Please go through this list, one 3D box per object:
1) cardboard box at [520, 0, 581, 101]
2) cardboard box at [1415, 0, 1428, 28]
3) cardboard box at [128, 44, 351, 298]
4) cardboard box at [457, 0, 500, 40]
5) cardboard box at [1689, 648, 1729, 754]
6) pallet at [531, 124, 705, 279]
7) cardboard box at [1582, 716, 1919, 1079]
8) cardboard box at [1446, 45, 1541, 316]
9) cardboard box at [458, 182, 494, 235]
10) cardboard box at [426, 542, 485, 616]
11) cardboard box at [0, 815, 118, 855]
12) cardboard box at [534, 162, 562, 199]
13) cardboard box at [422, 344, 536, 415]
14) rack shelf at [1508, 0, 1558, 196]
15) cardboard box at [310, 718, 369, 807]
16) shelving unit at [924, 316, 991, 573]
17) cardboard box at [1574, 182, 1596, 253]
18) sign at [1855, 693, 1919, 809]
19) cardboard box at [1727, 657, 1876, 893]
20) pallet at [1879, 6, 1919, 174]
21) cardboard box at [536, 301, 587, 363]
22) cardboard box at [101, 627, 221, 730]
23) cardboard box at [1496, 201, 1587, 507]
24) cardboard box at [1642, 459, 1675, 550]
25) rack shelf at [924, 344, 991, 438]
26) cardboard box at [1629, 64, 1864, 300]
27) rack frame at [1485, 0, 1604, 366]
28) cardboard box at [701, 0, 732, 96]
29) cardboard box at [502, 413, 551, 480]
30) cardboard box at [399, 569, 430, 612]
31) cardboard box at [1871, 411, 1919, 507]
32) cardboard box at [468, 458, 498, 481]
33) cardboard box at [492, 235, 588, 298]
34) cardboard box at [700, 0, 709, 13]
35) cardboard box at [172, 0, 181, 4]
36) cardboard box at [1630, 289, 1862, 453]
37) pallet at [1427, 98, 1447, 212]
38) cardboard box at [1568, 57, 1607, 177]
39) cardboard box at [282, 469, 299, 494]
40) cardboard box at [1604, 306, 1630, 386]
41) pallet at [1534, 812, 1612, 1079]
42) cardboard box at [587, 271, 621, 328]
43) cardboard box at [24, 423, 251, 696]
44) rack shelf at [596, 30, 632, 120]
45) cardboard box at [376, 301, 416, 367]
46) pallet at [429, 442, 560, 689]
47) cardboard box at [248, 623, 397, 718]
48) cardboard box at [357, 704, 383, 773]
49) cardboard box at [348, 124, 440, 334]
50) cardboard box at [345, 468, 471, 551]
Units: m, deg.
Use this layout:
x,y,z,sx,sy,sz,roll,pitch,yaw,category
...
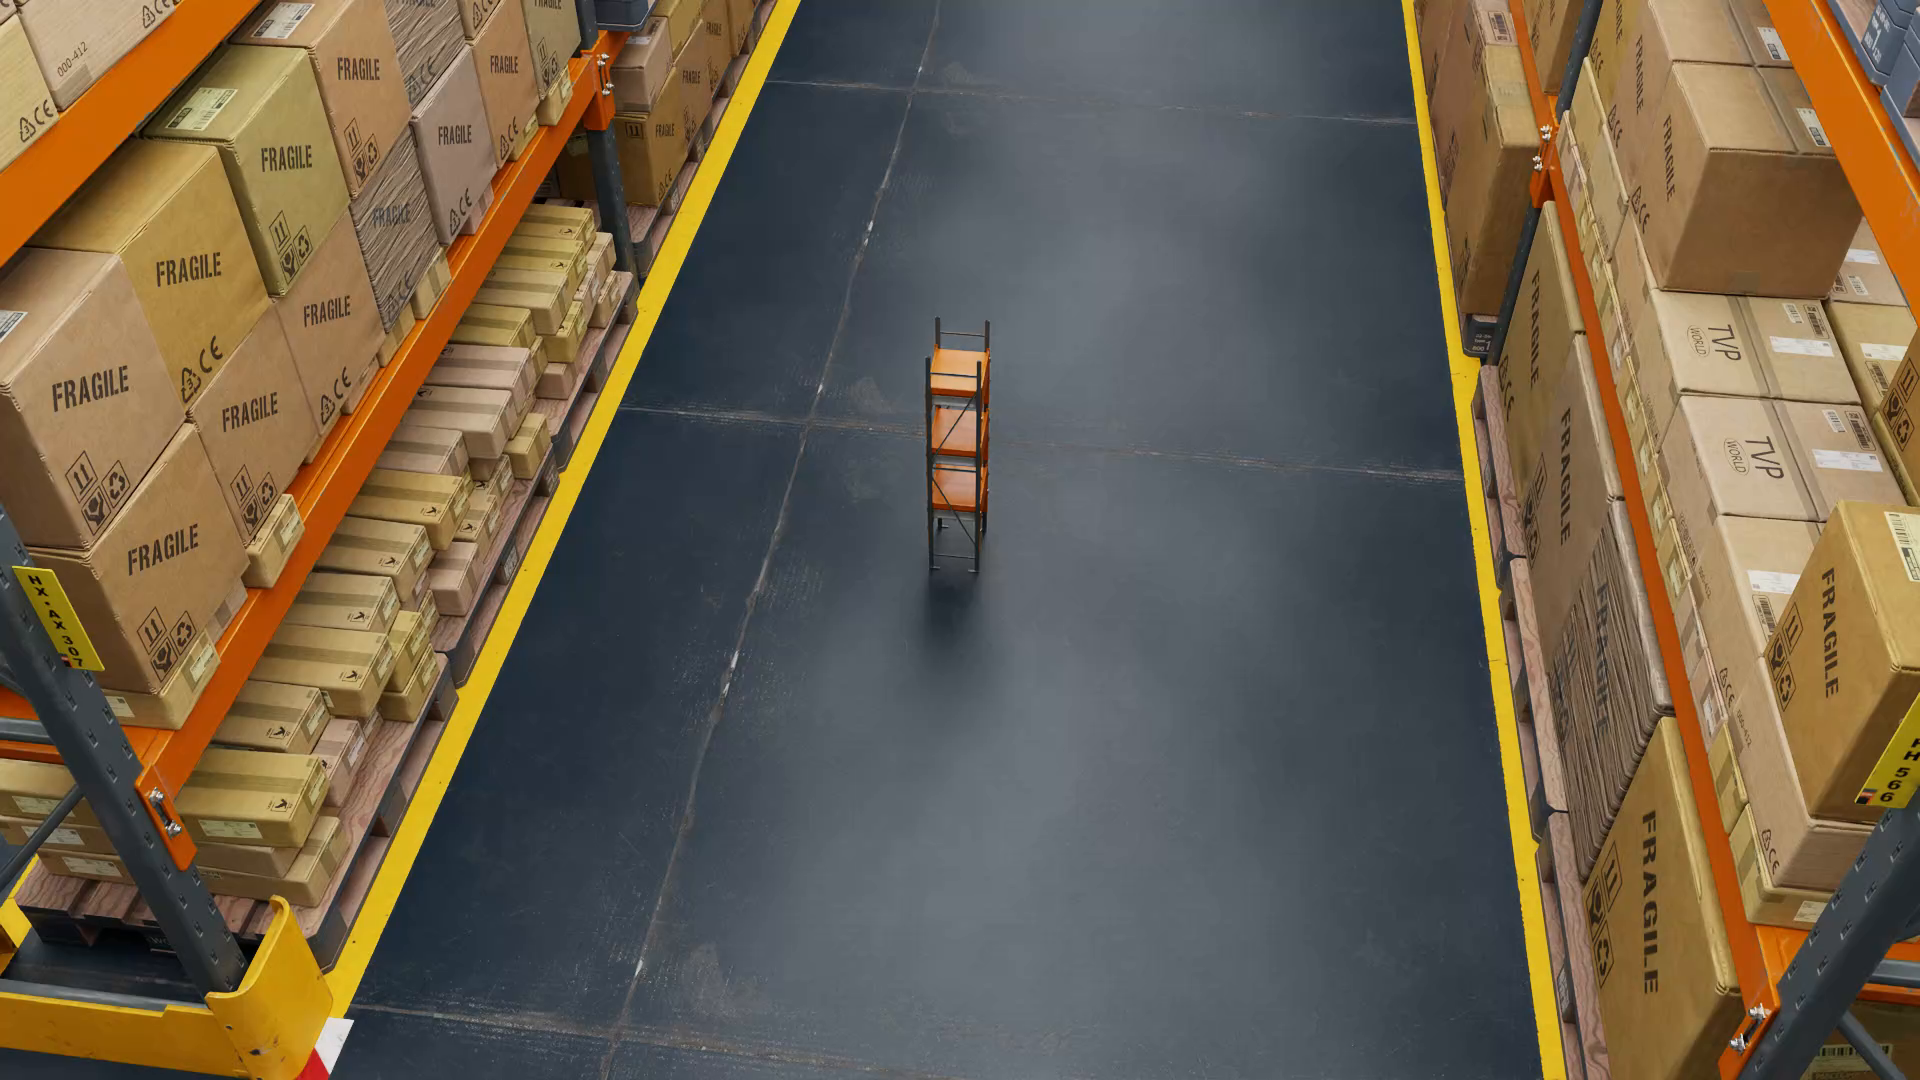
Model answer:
x,y,z,sx,sy,sz,roll,pitch,yaw,category
-1.825,-2.070,6.465,0.500,0.500,0.500,5,44,6,cardboard box
3.278,-3.399,9.399,1.225,0.875,0.875,3,44,4,cardboard box
-2.097,-1.041,4.651,0.500,0.500,0.500,4,44,5,cardboard box
-1.899,-2.090,5.760,0.500,0.500,0.500,4,44,4,cardboard box
2.121,0.435,4.292,0.380,0.149,0.250,5,44,6,cardboard box
-1.940,-1.799,8.496,1.003,0.211,1.213,5,44,6,pallet
2.338,1.141,4.603,0.875,0.875,0.875,5,44,6,cardboard box
2.926,-1.580,7.477,1.225,0.875,0.875,5,44,6,cardboard box
-1.933,-1.250,6.071,0.380,0.149,0.250,4,44,4,cardboard box
-2.003,0.136,6.193,0.380,0.149,0.250,3,44,3,cardboard box
-2.784,0.835,5.239,0.380,0.149,0.250,4,44,4,cardboard box
-2.193,-2.053,8.249,0.500,0.500,0.500,4,44,5,cardboard box
-1.907,-0.637,6.576,0.380,0.149,0.250,3,44,3,cardboard box
3.126,-2.863,8.115,1.077,0.370,4.000,5,44,6,rack shelf
-2.155,0.705,5.376,0.380,0.149,0.250,5,44,5,cardboard box
-0.007,-0.345,6.351,0.215,1.050,0.252,5,44,6,shelving unit
2.424,-1.140,5.955,0.380,0.149,0.250,7,44,7,cardboard box
1.797,0.400,3.132,0.100,0.325,0.005,5,44,6,sign
2.134,0.557,3.873,0.500,0.250,0.500,5,44,5,cardboard box
2.420,-0.598,3.083,1.003,0.211,1.213,5,44,6,pallet
-1.810,-0.893,7.063,0.380,0.149,0.250,4,44,4,cardboard box
-2.203,0.346,4.386,0.380,0.149,0.250,5,44,5,cardboard box
2.695,-0.699,6.547,0.875,0.875,0.875,5,44,6,cardboard box
2.221,-0.089,4.845,0.380,0.149,0.250,5,44,6,cardboard box
-0.007,-0.543,6.163,0.215,0.259,0.240,5,44,6,rack shelf
2.408,-1.094,5.071,0.500,0.500,0.500,4,44,4,cardboard box
2.861,-1.761,6.428,1.000,3.000,0.127,5,44,6,rack frame
-1.557,-2.724,8.958,0.500,0.500,0.500,6,44,6,cardboard box
-1.892,-0.394,6.753,0.380,0.149,0.250,5,44,5,cardboard box
-2.127,0.176,5.935,0.380,0.149,0.250,3,44,3,cardboard box
2.796,-0.088,4.554,0.500,0.250,0.500,4,44,4,cardboard box
-2.010,-0.374,6.515,0.380,0.149,0.250,3,44,4,cardboard box
-1.825,-1.170,7.139,0.380,0.149,0.250,6,44,6,cardboard box
-1.542,-2.988,8.691,0.500,0.250,0.500,7,44,7,cardboard box
-2.128,-1.583,4.167,0.500,0.250,0.500,4,44,4,cardboard box
2.333,-0.491,4.979,0.500,0.250,0.500,5,44,6,cardboard box
3.048,-2.115,8.830,1.003,0.211,1.213,5,44,6,pallet
2.540,-1.518,6.064,0.500,0.250,0.500,5,44,5,cardboard box
-2.223,-0.199,4.961,0.380,0.149,0.250,7,44,7,cardboard box
2.322,-0.615,5.400,0.380,0.149,0.250,6,44,6,cardboard box
2.361,1.426,5.091,1.003,0.211,1.213,5,44,6,pallet
-1.756,-1.100,7.498,0.380,0.149,0.250,6,44,6,cardboard box
-2.237,0.020,4.258,0.500,0.500,0.500,7,44,7,cardboard box
-1.777,-3.382,8.664,1.077,0.370,4.000,5,44,6,rack shelf
-2.047,-0.722,5.514,0.380,0.149,0.250,7,44,7,cardboard box
-2.254,0.027,6.568,1.003,0.211,1.213,5,44,6,pallet
-2.087,0.427,5.453,0.380,0.149,0.250,5,44,5,cardboard box
-2.204,0.645,5.656,0.380,0.149,0.250,6,44,6,cardboard box
-2.053,-1.027,5.364,0.500,0.500,0.500,4,44,4,cardboard box
-2.010,-0.113,6.023,0.380,0.149,0.250,6,44,6,cardboard box
